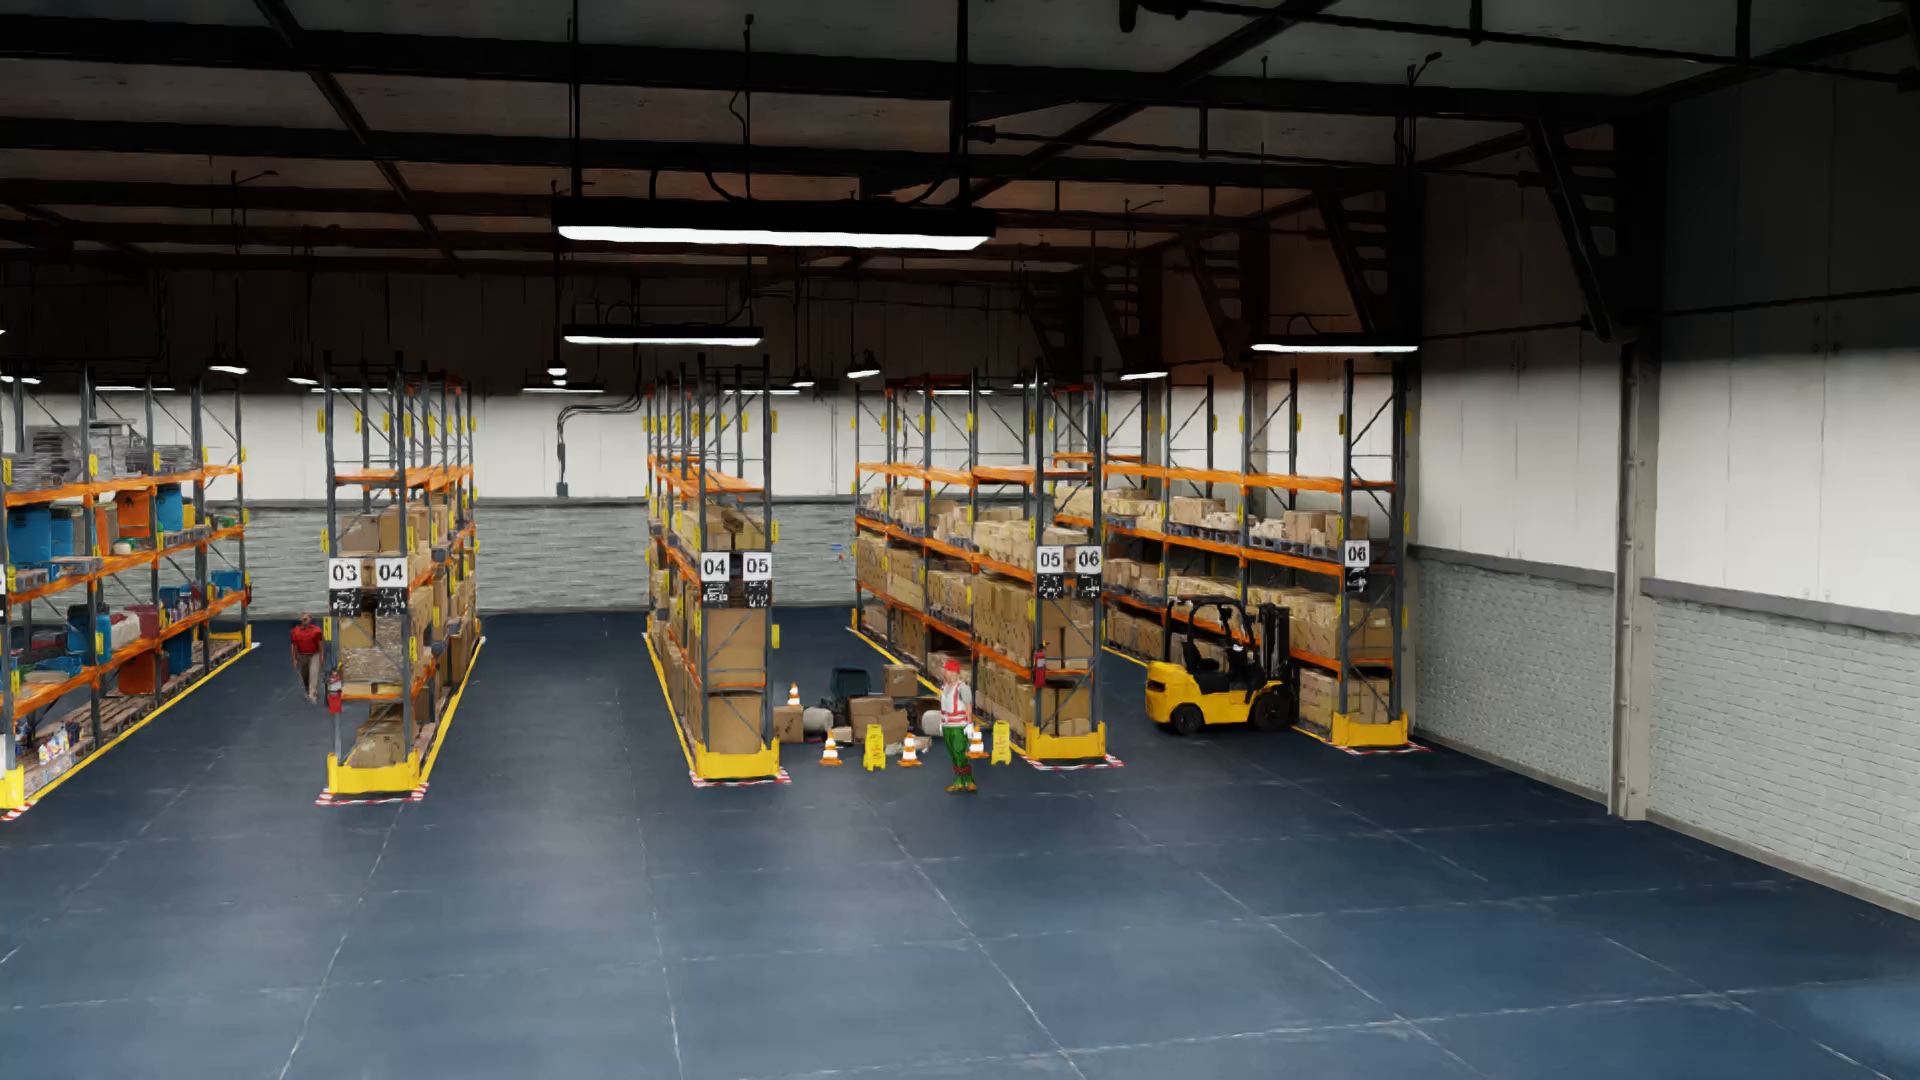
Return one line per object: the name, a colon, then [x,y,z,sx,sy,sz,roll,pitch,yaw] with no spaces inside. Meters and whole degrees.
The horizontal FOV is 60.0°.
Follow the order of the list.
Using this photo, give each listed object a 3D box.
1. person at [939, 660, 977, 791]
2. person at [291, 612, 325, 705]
person: [-0.030,2.526,22.625,0.388,1.783,0.624,-4,6,-44]
person: [-11.675,2.091,29.713,0.544,1.642,1.111,-1,4,-10]
